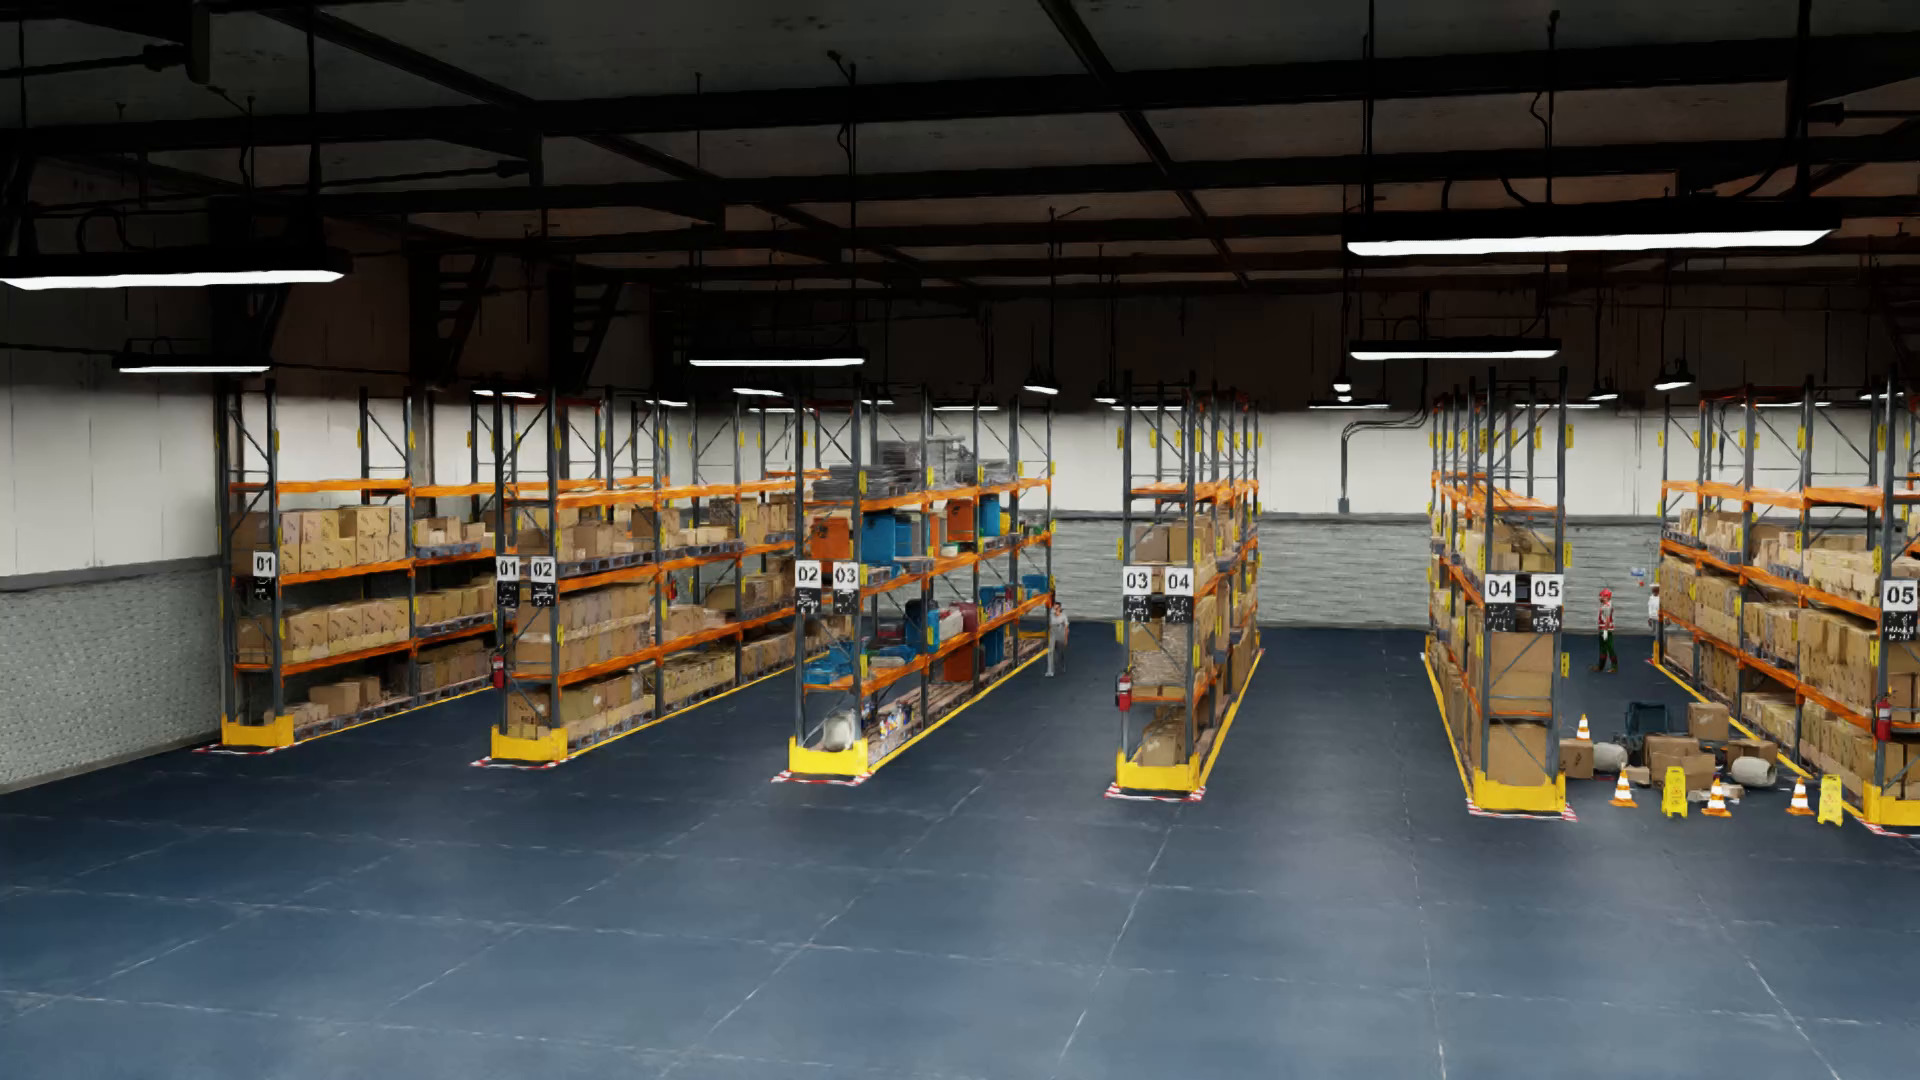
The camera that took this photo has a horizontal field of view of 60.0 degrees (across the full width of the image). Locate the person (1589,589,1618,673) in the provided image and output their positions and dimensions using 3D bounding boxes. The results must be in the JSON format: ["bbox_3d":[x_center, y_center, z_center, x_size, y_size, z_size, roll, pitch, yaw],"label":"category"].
[{"bbox_3d":[13.920,1.952,35.925,0.575,1.790,0.727,1,4,18],"label":"person"}]

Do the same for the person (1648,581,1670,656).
[{"bbox_3d":[16.131,1.813,38.334,0.395,1.760,0.660,-1,4,-19],"label":"person"}]

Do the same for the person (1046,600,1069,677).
[{"bbox_3d":[2.088,2.072,35.307,0.445,1.591,1.110,1,3,11],"label":"person"}]
